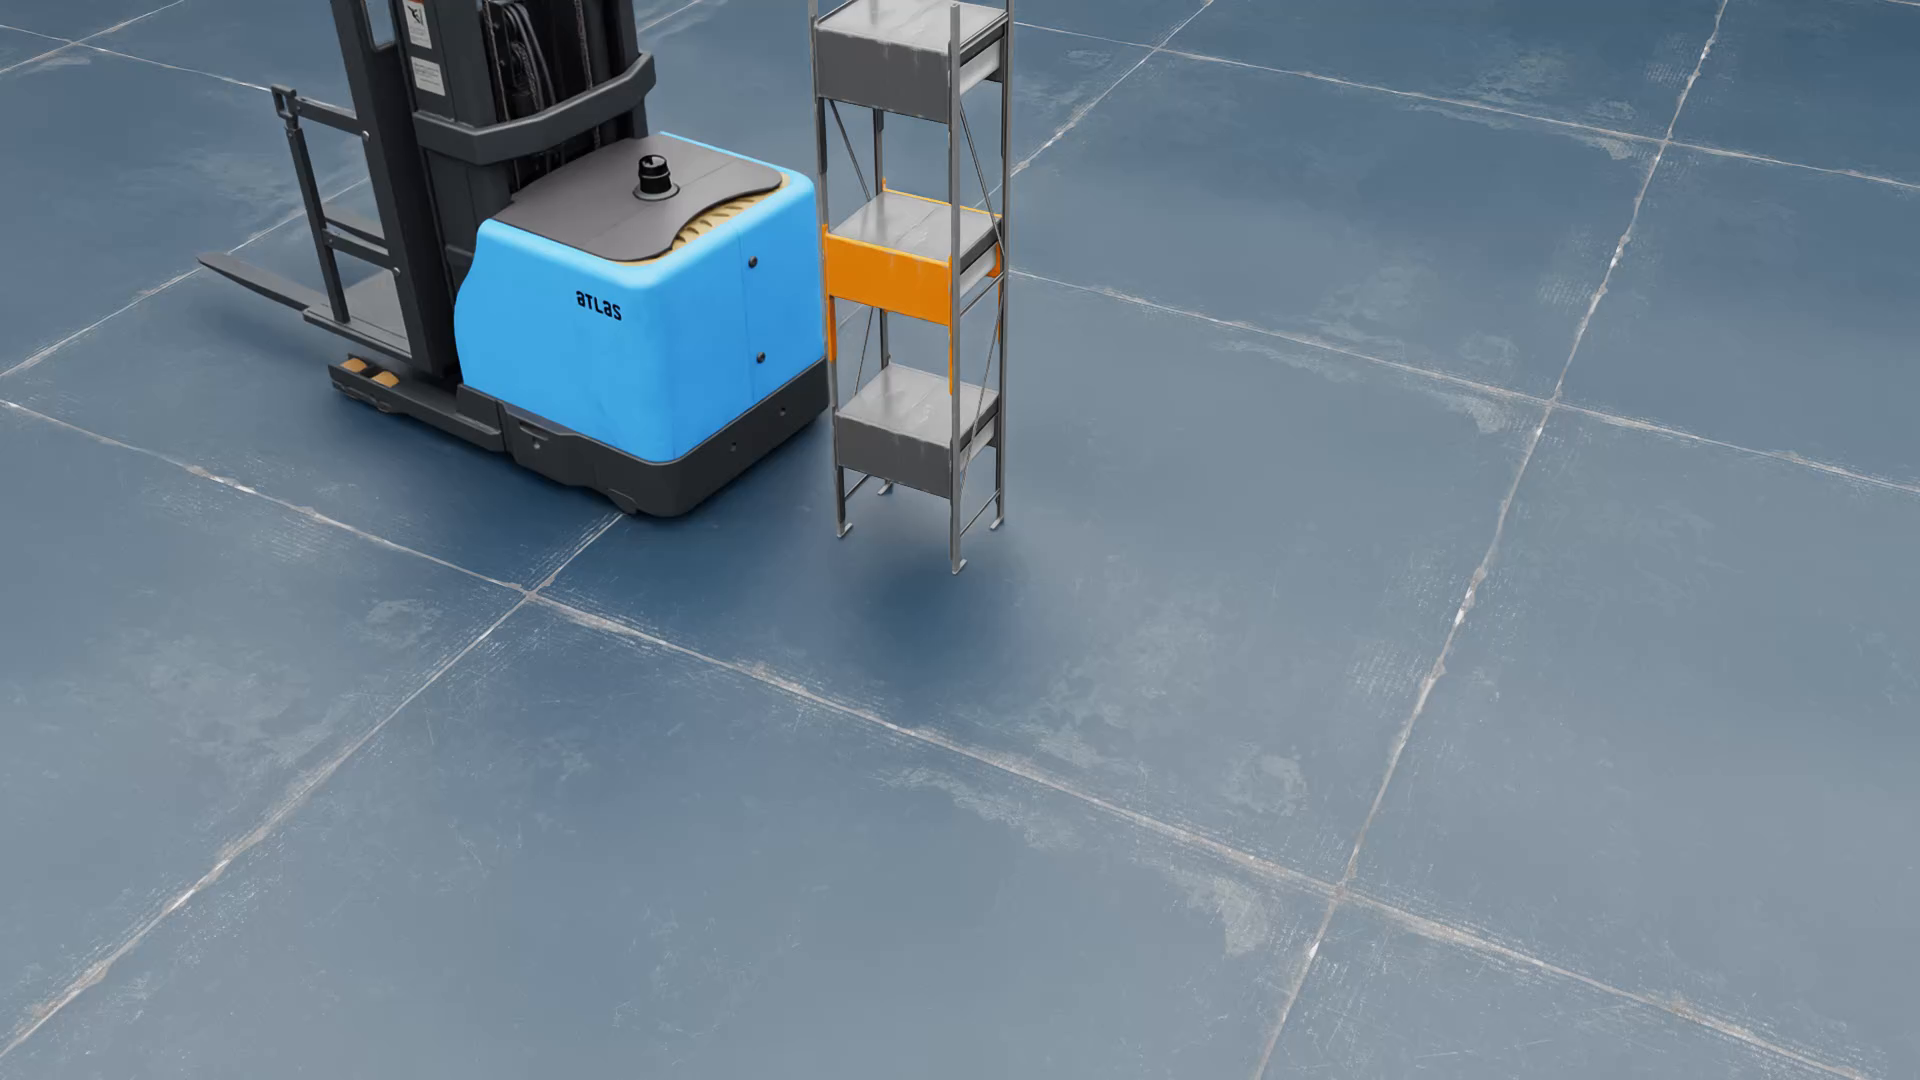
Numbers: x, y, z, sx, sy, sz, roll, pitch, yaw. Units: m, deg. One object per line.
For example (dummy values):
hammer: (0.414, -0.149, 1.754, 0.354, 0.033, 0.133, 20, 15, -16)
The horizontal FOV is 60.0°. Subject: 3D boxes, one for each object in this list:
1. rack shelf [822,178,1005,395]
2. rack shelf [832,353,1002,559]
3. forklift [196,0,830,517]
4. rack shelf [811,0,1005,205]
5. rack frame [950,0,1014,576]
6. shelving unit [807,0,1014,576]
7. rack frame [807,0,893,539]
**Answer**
rack shelf: (-0.147, -0.872, 5.684, 0.480, 0.518, 0.431, 17, 41, 21)
rack shelf: (-0.147, -0.314, 6.107, 0.480, 0.518, 0.431, 17, 41, 21)
forklift: (-2.045, -1.943, 6.386, 3.031, 2.935, 1.130, 22, 42, 26)
rack shelf: (-0.147, -1.429, 5.261, 0.480, 0.518, 0.431, 17, 41, 21)
rack frame: (0.070, -0.815, 5.586, 0.015, 2.100, 0.400, 17, 41, 21)
shelving unit: (-0.147, -0.882, 5.676, 0.503, 2.100, 0.431, 17, 41, 21)
rack frame: (-0.364, -0.950, 5.765, 0.015, 2.100, 0.400, 17, 41, 21)
